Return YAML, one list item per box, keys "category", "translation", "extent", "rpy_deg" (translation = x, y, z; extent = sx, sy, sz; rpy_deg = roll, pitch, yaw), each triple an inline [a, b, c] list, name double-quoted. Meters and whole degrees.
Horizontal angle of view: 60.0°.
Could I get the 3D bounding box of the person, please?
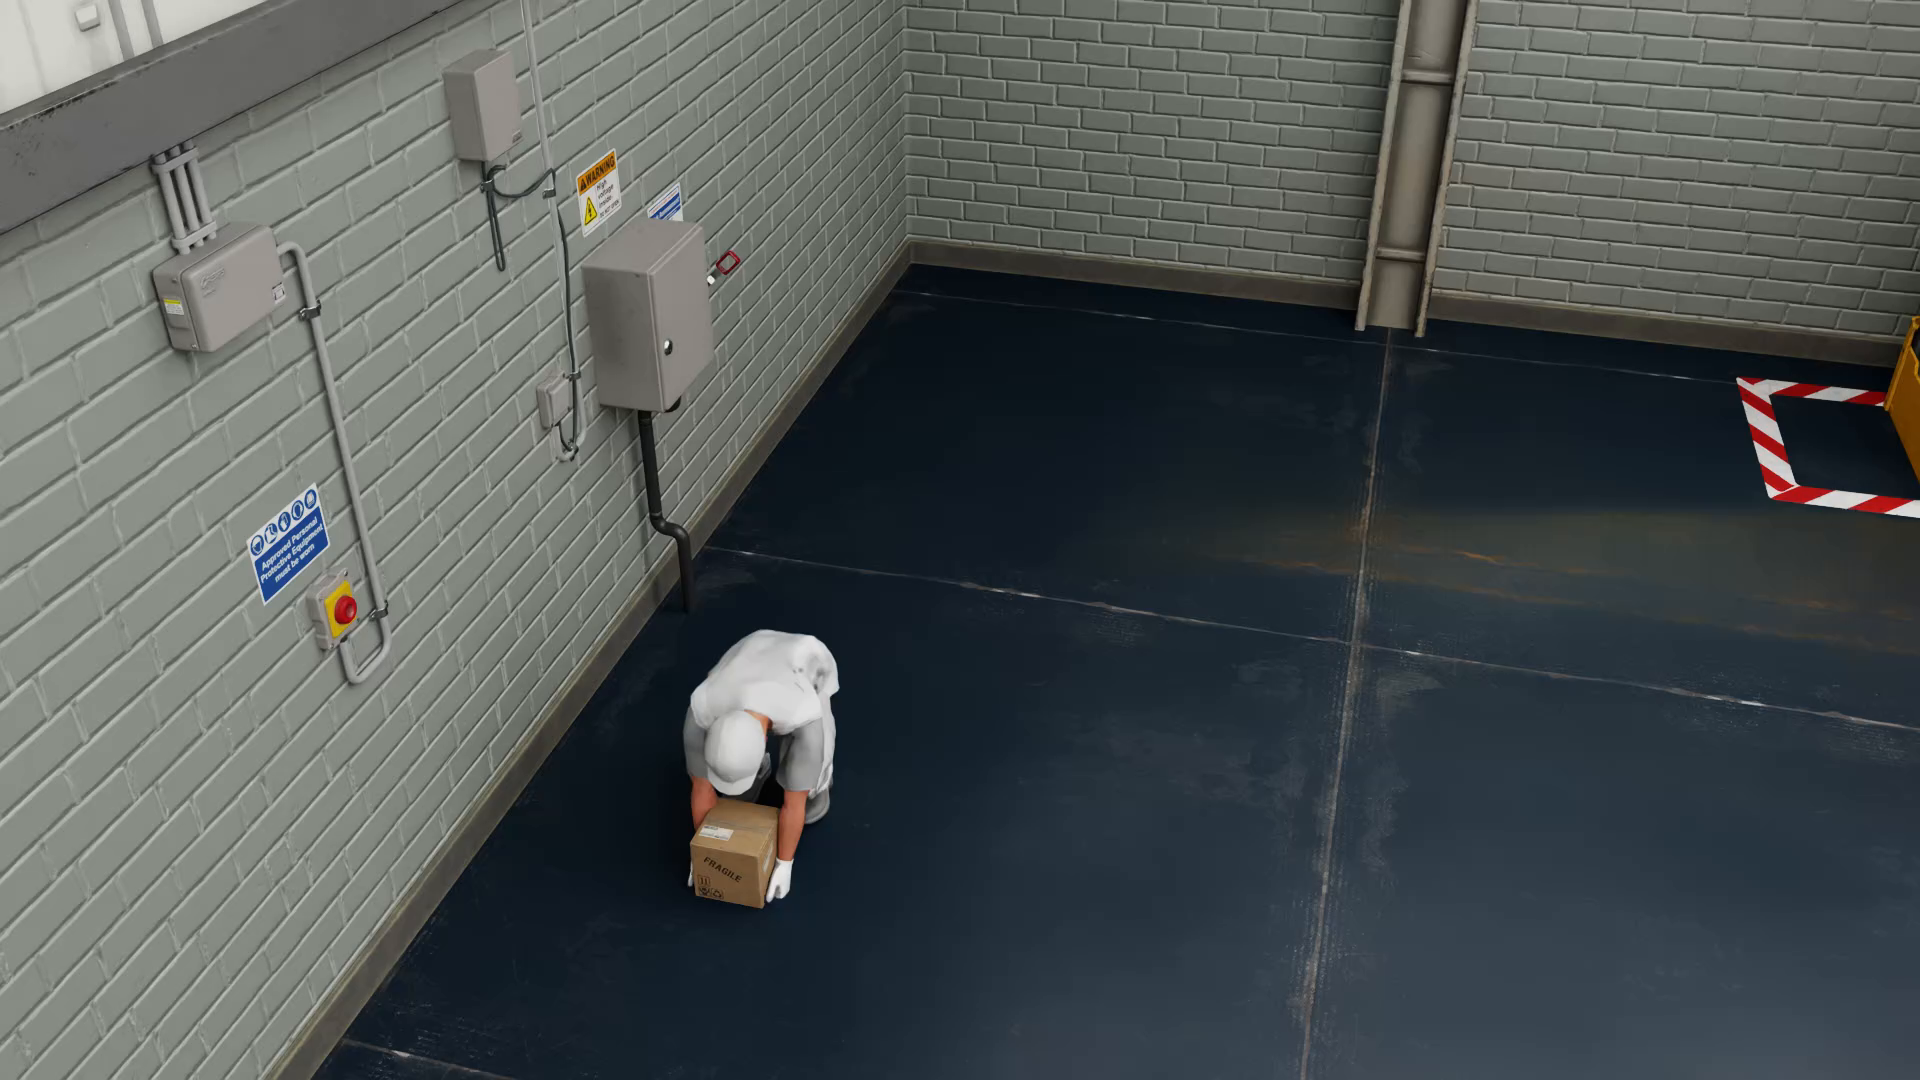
- category: "person"
  translation: [-0.704, 0.755, 5.943]
  extent: [0.543, 0.861, 0.931]
  rpy_deg: [8, 33, 12]
